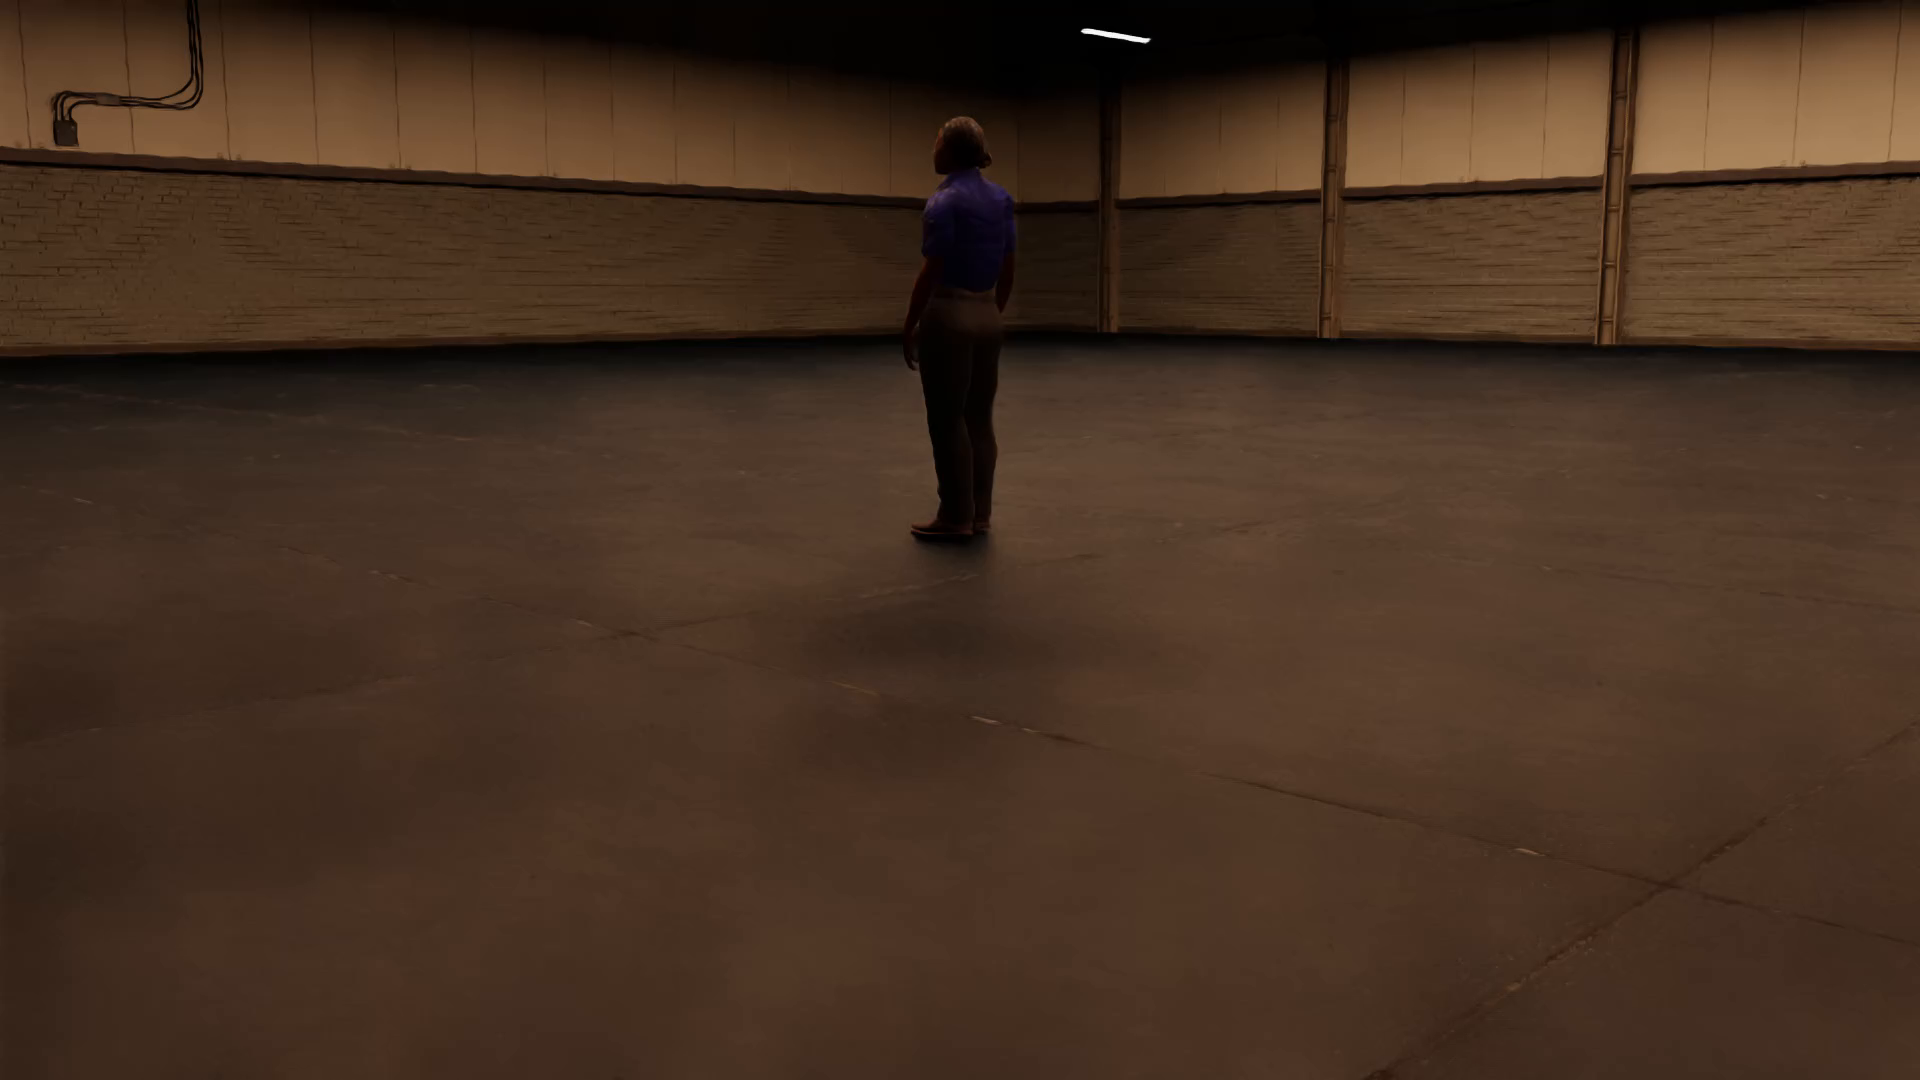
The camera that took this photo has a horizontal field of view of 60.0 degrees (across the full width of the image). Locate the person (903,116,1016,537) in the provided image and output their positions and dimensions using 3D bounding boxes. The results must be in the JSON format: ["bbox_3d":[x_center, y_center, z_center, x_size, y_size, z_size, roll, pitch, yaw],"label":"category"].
[{"bbox_3d":[-0.049,-0.836,6.667,0.503,1.654,0.570,8,12,43],"label":"person"}]
